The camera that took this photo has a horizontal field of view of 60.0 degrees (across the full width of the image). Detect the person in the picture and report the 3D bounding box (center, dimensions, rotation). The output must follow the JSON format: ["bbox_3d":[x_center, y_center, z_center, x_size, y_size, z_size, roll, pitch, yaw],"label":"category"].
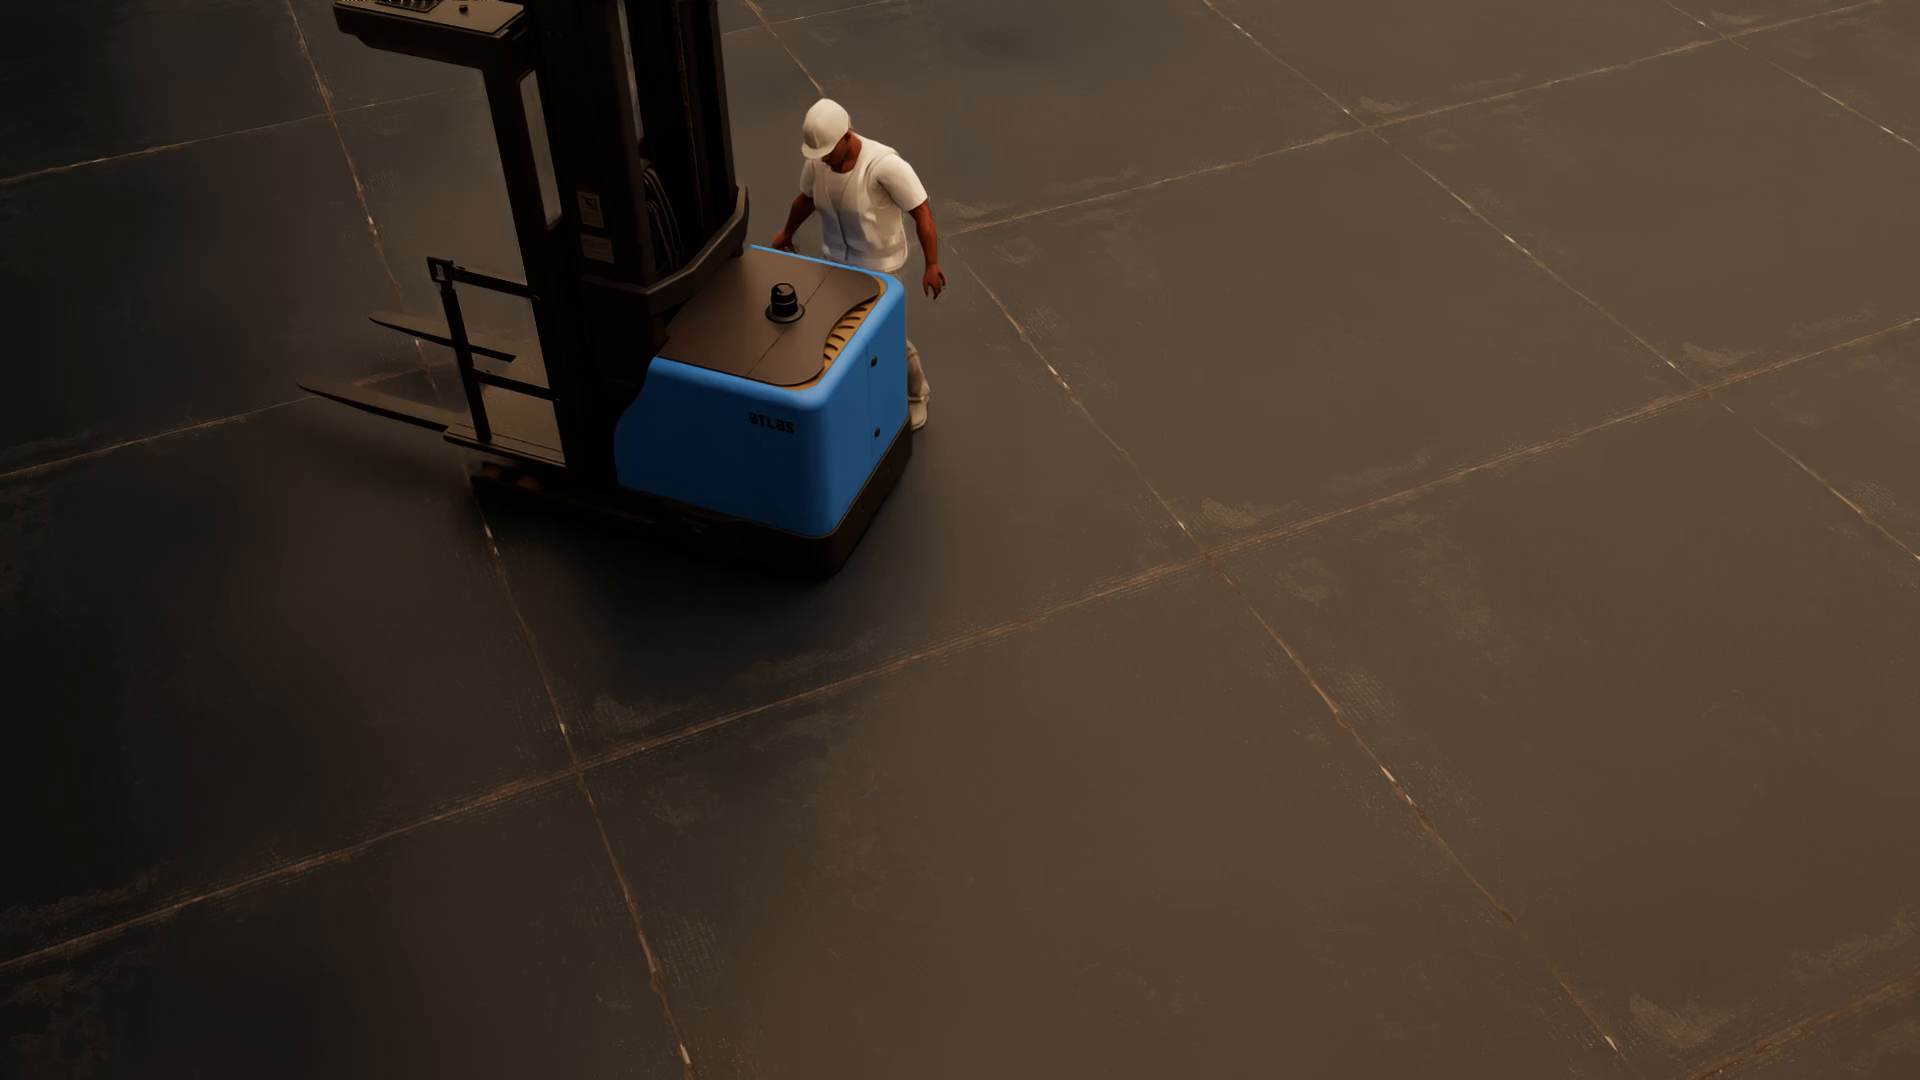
[{"bbox_3d":[-0.517,-1.342,8.026,0.973,1.718,0.437,23,48,23],"label":"person"}]

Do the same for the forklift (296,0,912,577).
[{"bbox_3d":[-1.806,-1.535,7.324,3.031,2.935,1.130,15,45,15],"label":"forklift"}]
